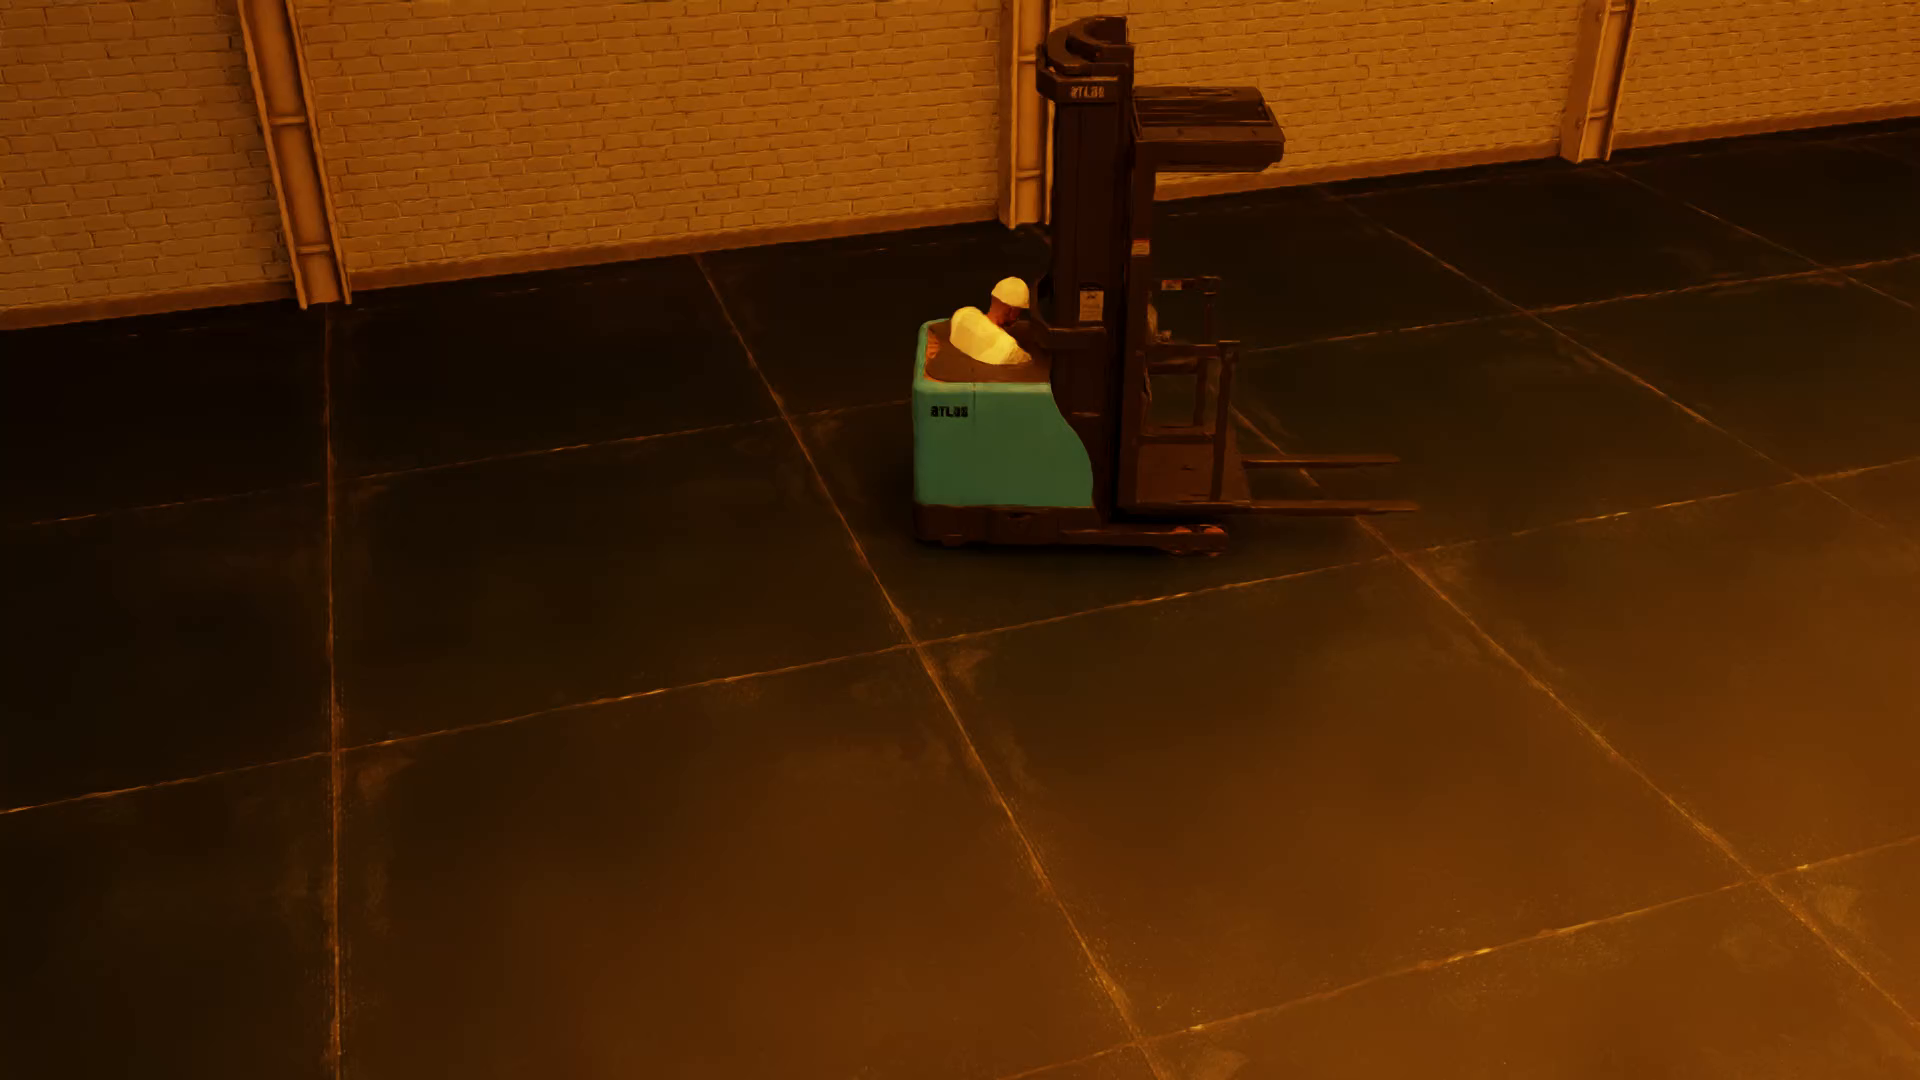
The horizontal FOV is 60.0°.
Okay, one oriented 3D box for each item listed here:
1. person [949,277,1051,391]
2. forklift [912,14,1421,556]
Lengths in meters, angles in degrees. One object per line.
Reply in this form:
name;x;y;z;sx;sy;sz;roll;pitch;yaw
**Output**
person;0.327;-0.919;10.071;0.808;1.499;0.978;-18;35;-29
forklift;1.239;-1.447;9.602;3.031;2.935;1.130;1;30;1
